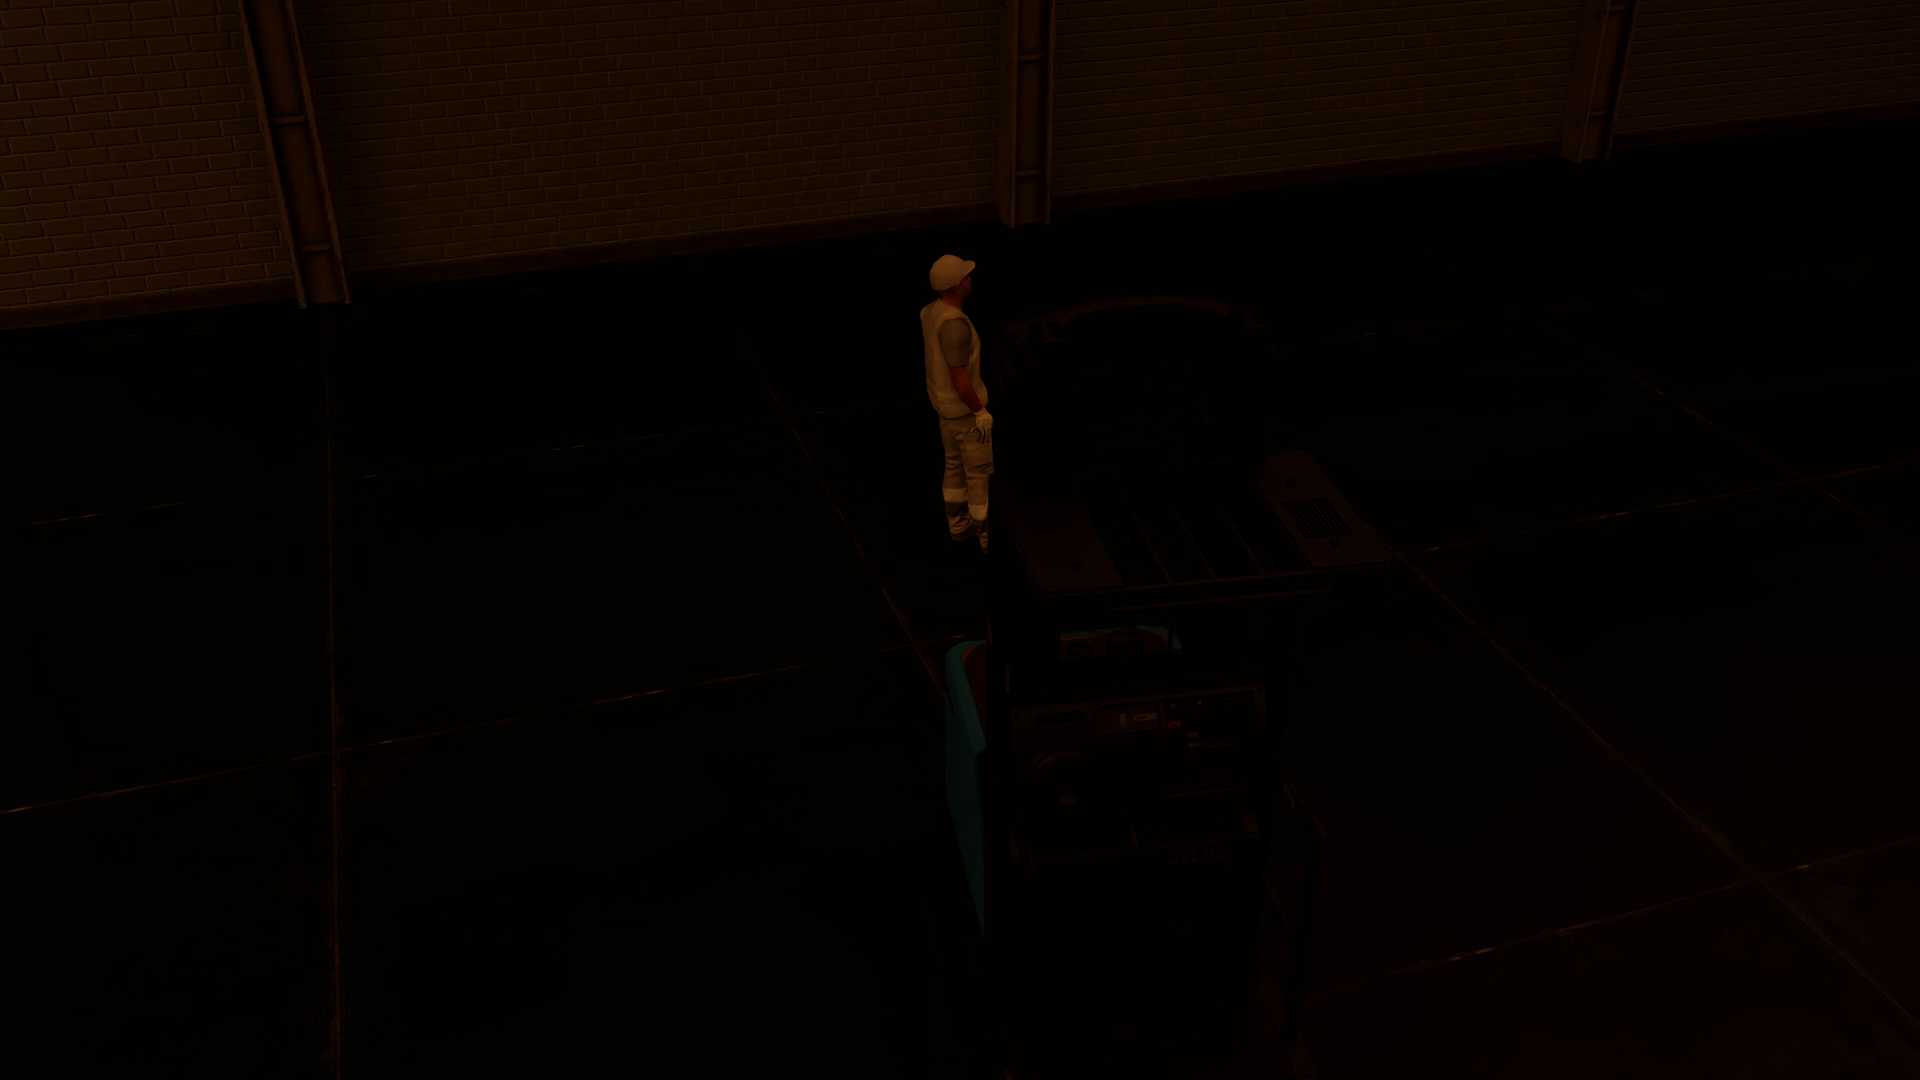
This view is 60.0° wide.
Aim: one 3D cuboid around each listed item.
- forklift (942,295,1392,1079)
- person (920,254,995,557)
[{"bbox_3d":[0.678,0.781,5.730,1.130,2.935,3.031,-5,30,-8],"label":"forklift"},{"bbox_3d":[0.080,-0.789,9.588,0.564,1.787,0.637,-10,31,-16],"label":"person"}]
